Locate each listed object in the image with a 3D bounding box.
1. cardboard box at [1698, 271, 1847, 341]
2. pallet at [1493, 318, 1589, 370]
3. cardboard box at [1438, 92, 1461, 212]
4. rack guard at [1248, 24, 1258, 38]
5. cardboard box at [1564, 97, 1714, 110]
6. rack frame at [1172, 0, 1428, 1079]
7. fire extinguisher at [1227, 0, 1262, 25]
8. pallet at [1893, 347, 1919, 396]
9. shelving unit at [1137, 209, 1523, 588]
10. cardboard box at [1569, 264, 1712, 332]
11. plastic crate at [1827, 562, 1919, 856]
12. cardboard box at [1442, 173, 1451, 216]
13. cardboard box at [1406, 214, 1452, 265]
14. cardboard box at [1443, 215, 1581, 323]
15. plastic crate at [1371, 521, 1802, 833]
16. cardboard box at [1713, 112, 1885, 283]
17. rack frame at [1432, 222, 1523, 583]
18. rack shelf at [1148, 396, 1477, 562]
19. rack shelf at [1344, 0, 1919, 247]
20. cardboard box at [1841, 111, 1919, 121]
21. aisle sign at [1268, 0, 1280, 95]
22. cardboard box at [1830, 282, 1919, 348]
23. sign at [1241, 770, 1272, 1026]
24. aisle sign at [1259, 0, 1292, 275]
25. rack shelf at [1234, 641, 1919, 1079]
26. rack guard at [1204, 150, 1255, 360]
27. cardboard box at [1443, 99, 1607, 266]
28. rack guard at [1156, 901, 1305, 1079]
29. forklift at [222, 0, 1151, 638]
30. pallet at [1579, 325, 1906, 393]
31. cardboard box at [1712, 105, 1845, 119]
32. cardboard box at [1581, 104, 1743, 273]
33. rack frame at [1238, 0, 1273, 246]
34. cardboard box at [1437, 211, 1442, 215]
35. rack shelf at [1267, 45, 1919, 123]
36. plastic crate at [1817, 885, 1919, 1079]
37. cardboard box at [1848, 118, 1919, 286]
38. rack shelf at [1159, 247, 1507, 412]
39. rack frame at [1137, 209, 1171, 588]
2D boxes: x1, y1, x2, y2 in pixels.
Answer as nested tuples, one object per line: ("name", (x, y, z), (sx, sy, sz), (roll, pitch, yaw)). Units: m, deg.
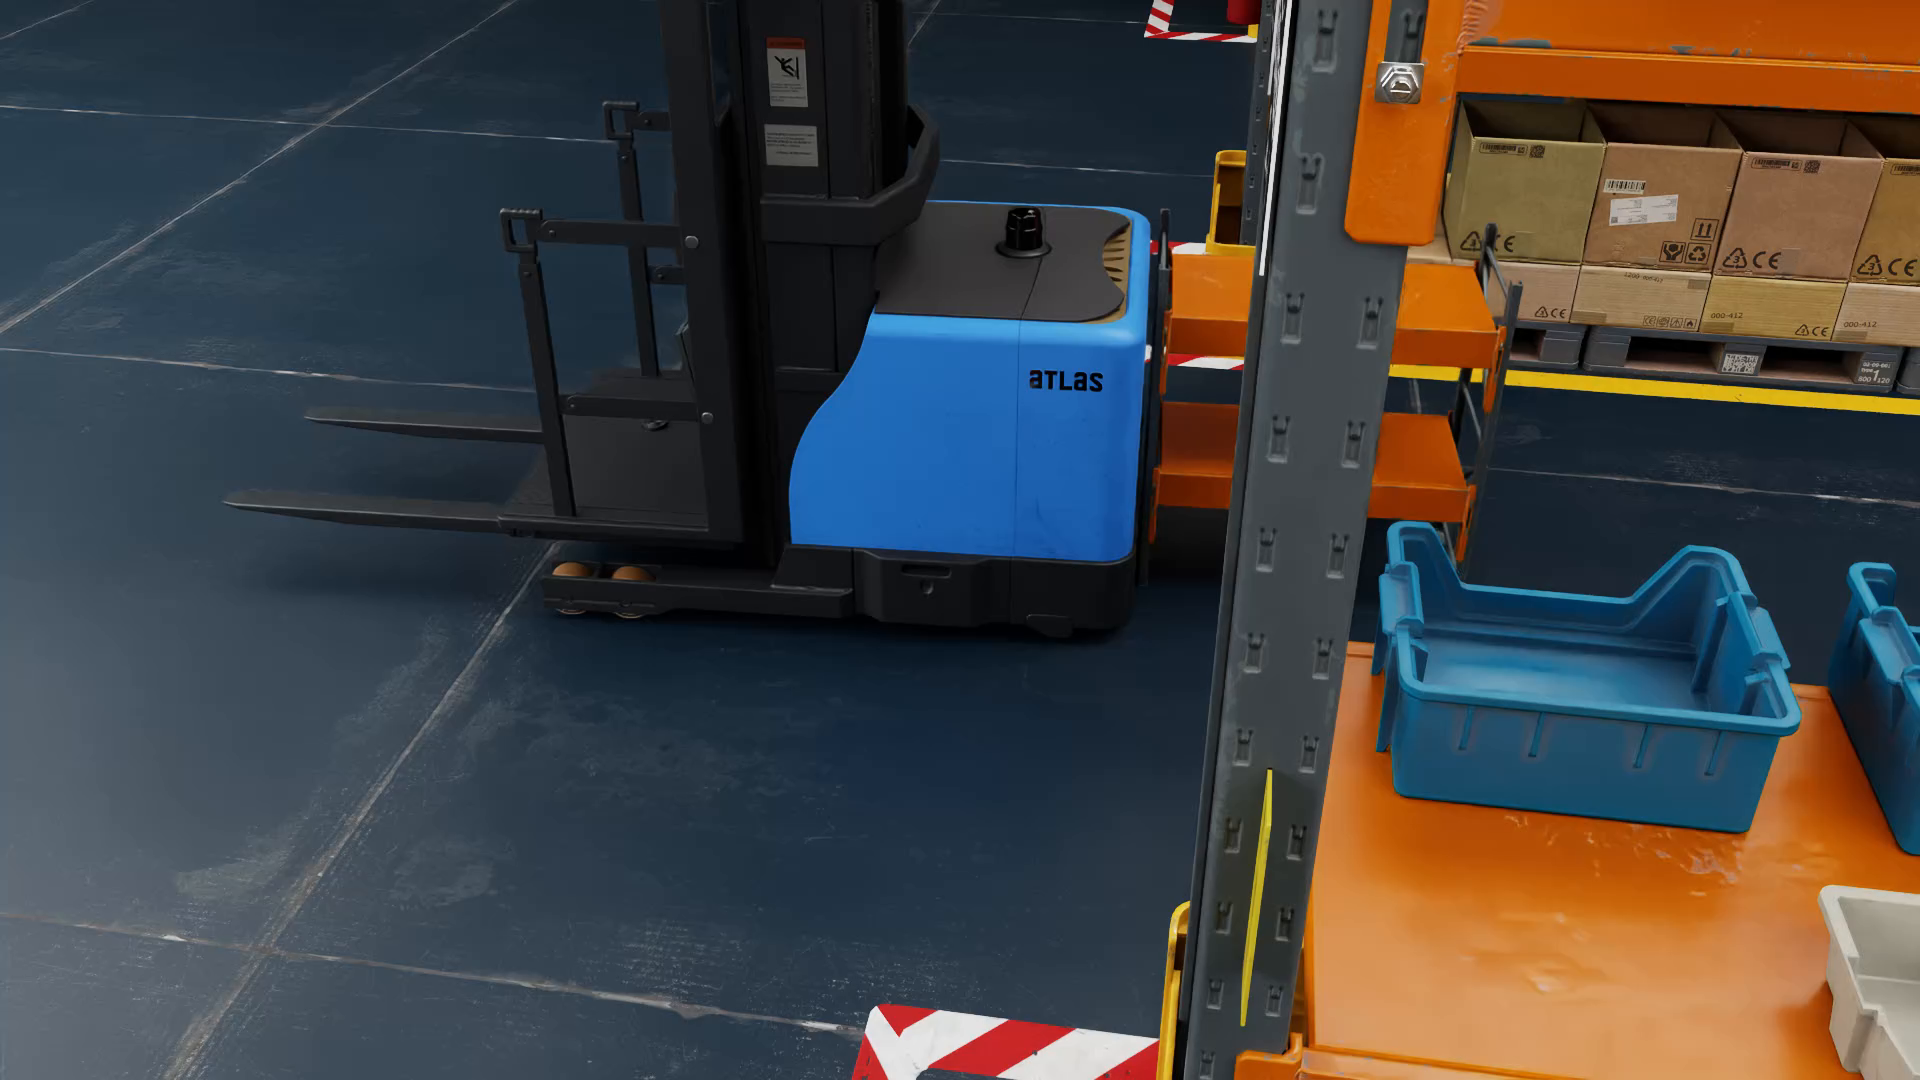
("cardboard box", (3.255, -1.045, 6.788), (0.500, 0.250, 0.500), (5, 32, 8))
("pallet", (2.047, -1.103, 7.313), (1.213, 0.211, 1.003), (5, 32, 8))
("cardboard box", (1.864, -1.770, 7.239), (0.500, 0.500, 0.500), (5, 32, 8))
("rack guard", (2.190, -3.856, 11.440), (0.348, 0.500, 1.175), (5, 32, 8))
("cardboard box", (2.853, -1.688, 7.108), (0.500, 0.500, 0.500), (5, 32, 8))
("rack frame", (0.448, 0.261, 2.506), (0.053, 2.616, 0.949), (5, 32, 8))
("fire extinguisher", (1.247, -2.552, 7.073), (0.183, 0.674, 0.296), (5, 32, 8))
("pallet", (4.452, -0.885, 6.965), (1.213, 0.211, 1.003), (5, 32, 8))
("shelving unit", (1.136, -0.421, 5.362), (1.048, 1.125, 0.538), (3, 32, 5))
("cardboard box", (2.763, -1.092, 6.863), (0.500, 0.250, 0.500), (5, 32, 8))
("plastic crate", (1.632, 0.271, 2.630), (0.408, 0.251, 0.499), (5, 32, 8))
("cardboard box", (2.359, -1.412, 7.375), (0.500, 0.250, 0.500), (5, 32, 8))
("cardboard box", (1.777, -1.180, 7.003), (0.500, 0.250, 0.500), (5, 32, 8))
("cardboard box", (2.270, -1.137, 6.935), (0.500, 0.250, 0.500), (5, 32, 8))
("plastic crate", (0.992, 0.210, 2.727), (0.616, 0.251, 0.499), (5, 32, 8))
("cardboard box", (3.255, -1.362, 6.588), (0.500, 0.500, 0.500), (5, 32, 8))
("rack frame", (1.641, -0.390, 5.313), (0.032, 1.125, 0.500), (3, 32, 5))
("rack shelf", (1.136, -0.213, 5.491), (1.000, 0.278, 0.538), (3, 32, 5))
("rack shelf", (2.420, -0.529, 1.619), (4.000, 0.370, 1.077), (5, 32, 8))
("cardboard box", (3.838, -1.599, 6.966), (0.500, 0.500, 0.500), (5, 32, 8))
("aisle sign", (0.428, -1.005, 2.078), (0.004, 0.787, 0.394), (5, 32, 8))
("cardboard box", (3.748, -1.001, 6.717), (0.500, 0.250, 0.500), (5, 32, 8))
("sign", (0.352, 0.429, 1.977), (0.005, 0.325, 0.100), (5, 32, 8))
("aisle sign", (0.328, -0.696, 1.585), (0.004, 0.787, 0.394), (5, 32, 8))
("rack shelf", (2.420, 0.742, 2.415), (4.000, 0.370, 1.077), (5, 32, 8))
("rack guard", (1.262, -1.274, 7.314), (0.348, 0.500, 1.175), (5, 32, 8))
("cardboard box", (2.270, -1.454, 6.735), (0.500, 0.500, 0.500), (5, 32, 8))
("rack guard", (0.532, 1.301, 3.201), (0.348, 0.500, 1.175), (5, 32, 8))
("forklift", (-0.914, -1.264, 5.006), (3.031, 2.935, 1.130), (3, 32, 5))
("pallet", (3.246, -0.993, 7.137), (1.213, 0.211, 1.003), (5, 32, 8))
("cardboard box", (3.345, -1.643, 7.036), (0.500, 0.500, 0.500), (5, 32, 8))
("cardboard box", (2.765, -1.416, 6.674), (0.500, 0.500, 0.500), (5, 32, 8))
("rack frame", (1.286, -2.331, 6.648), (0.127, 3.000, 1.000), (5, 32, 8))
("cardboard box", (1.864, -1.451, 7.436), (0.500, 0.250, 0.500), (5, 32, 8))
("rack shelf", (3.257, -1.848, 6.553), (4.000, 0.370, 1.077), (5, 32, 8))
("plastic crate", (1.277, 0.619, 2.183), (0.250, 0.136, 0.298), (5, 32, 8))
("cardboard box", (3.750, -1.325, 6.529), (0.500, 0.500, 0.500), (5, 32, 8))
("rack shelf", (1.136, -0.669, 5.206), (1.000, 0.278, 0.538), (3, 32, 5))
("rack frame", (0.631, -0.451, 5.410), (0.032, 1.125, 0.500), (3, 32, 5))
